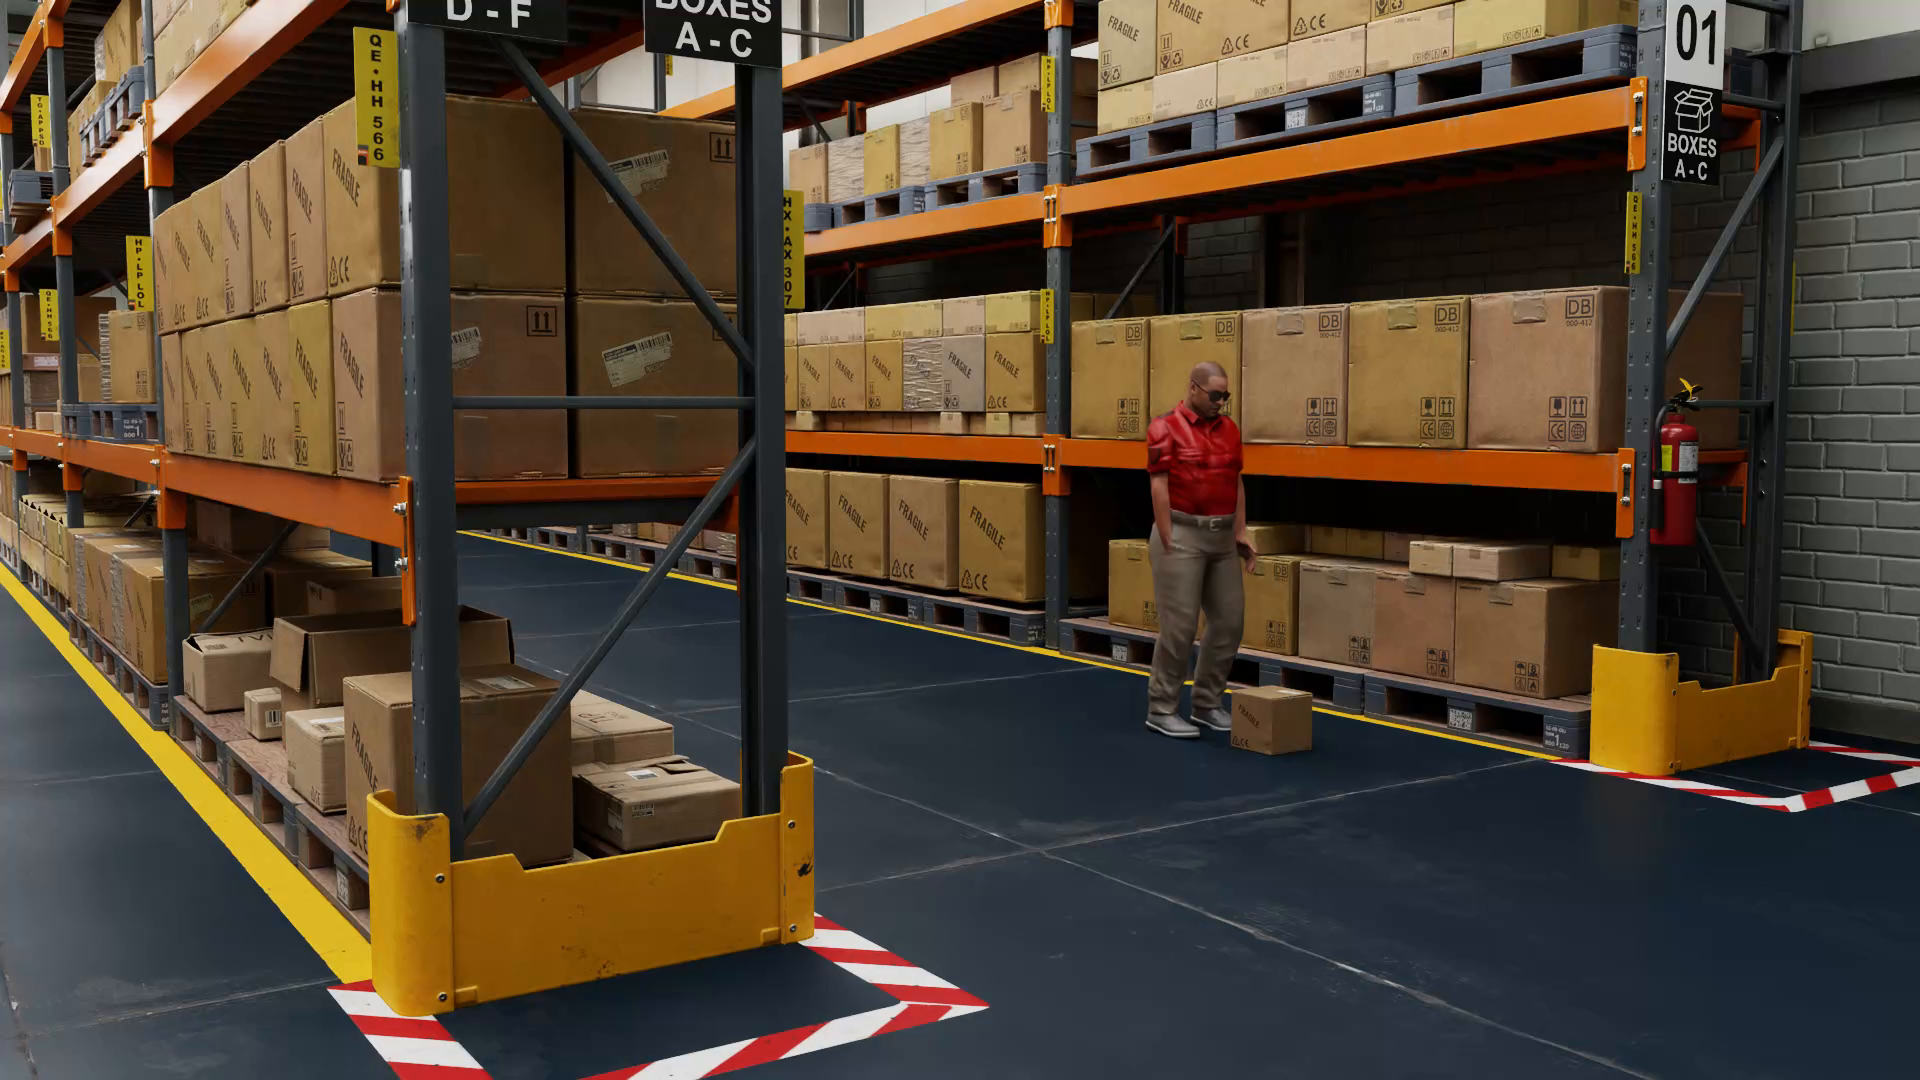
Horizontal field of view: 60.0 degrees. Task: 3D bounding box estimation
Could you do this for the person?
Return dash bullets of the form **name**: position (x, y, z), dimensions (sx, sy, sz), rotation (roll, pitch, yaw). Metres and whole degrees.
- **person**: position (1.108, 0.033, 7.667), dimensions (0.538, 1.712, 0.366), rotation (-3, 5, -33)
